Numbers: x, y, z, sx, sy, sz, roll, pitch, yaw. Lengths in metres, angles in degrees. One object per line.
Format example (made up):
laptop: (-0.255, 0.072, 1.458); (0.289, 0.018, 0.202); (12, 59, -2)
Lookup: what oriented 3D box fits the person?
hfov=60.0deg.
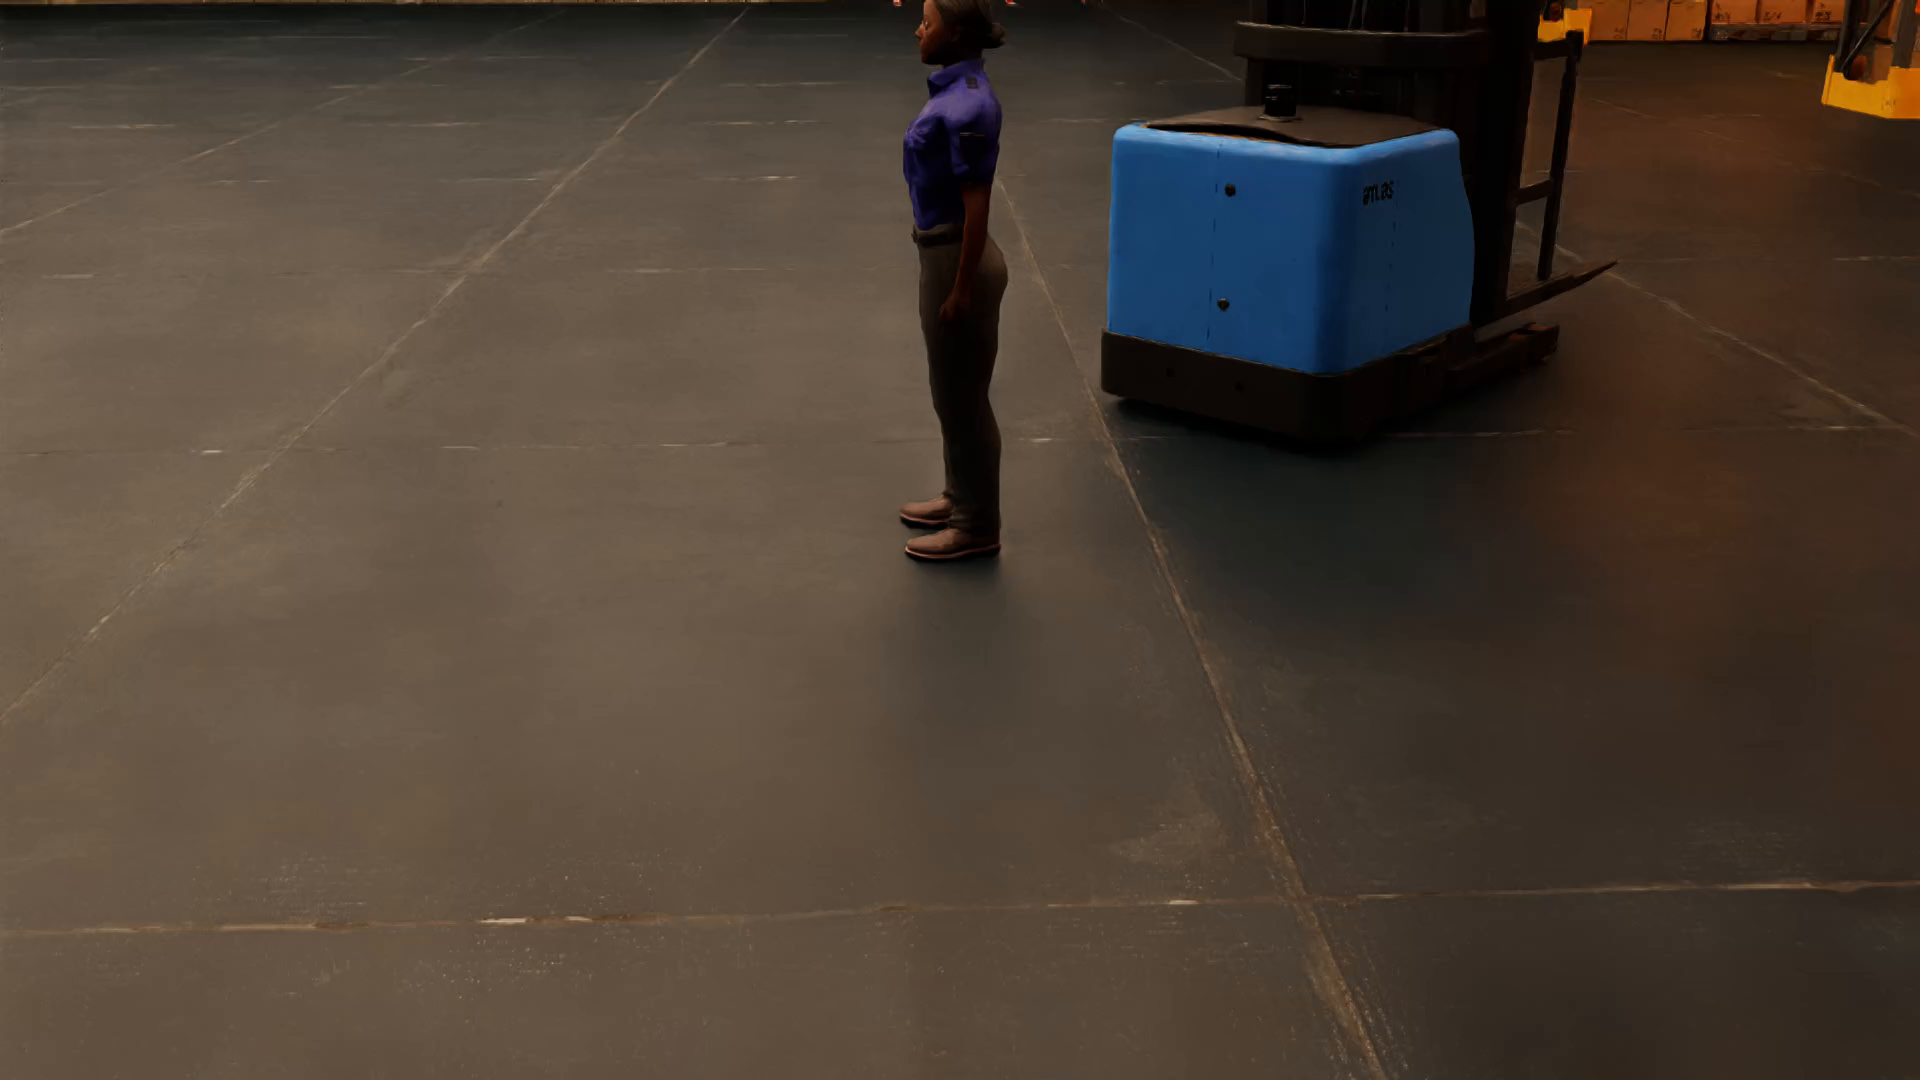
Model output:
person: (-0.024, -0.766, 4.878); (0.320, 1.646, 0.446); (-1, 21, -3)

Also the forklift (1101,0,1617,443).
forklift: (1.903, -2.172, 6.695); (1.130, 2.935, 3.031); (18, 28, 38)
